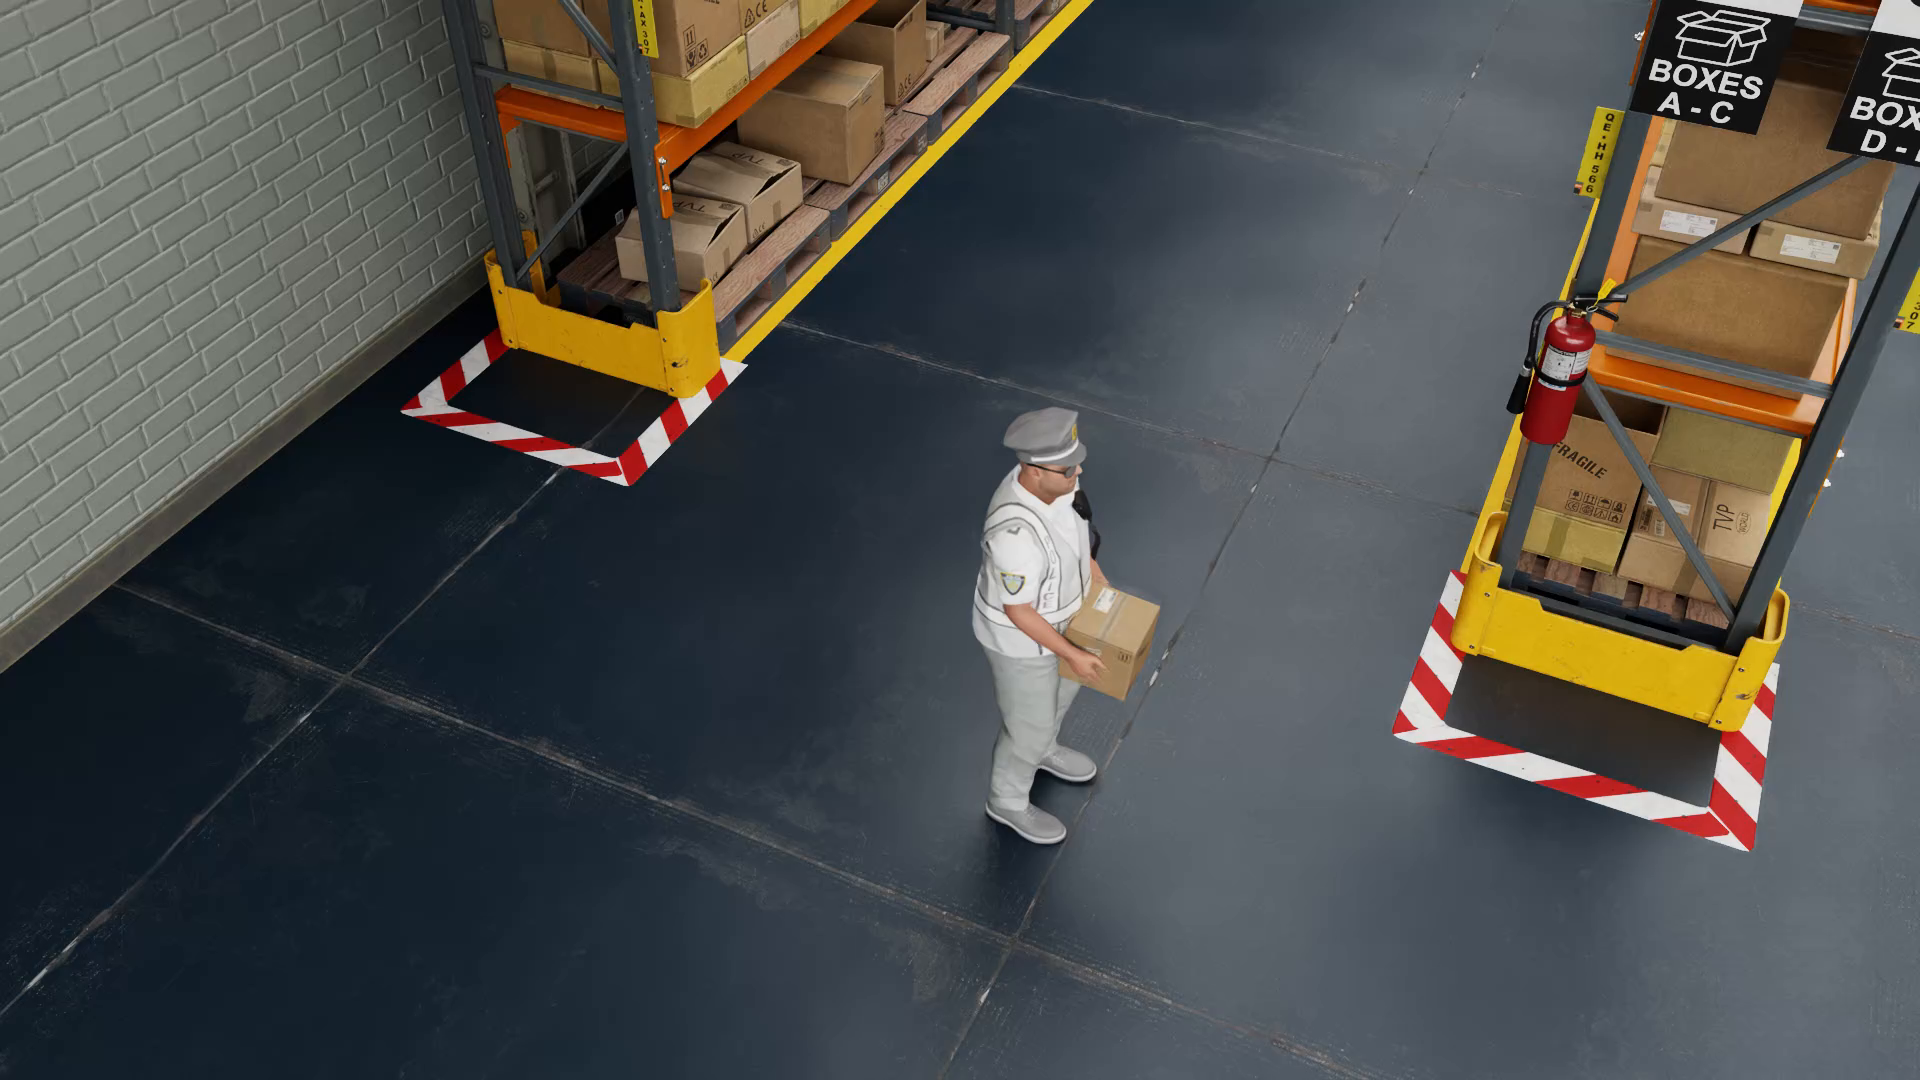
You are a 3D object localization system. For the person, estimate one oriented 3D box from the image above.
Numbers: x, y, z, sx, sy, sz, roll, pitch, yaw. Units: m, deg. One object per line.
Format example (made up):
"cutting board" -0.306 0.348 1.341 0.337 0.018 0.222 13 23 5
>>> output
"person" 0.322 0.298 5.805 0.513 1.768 0.530 17 44 18
